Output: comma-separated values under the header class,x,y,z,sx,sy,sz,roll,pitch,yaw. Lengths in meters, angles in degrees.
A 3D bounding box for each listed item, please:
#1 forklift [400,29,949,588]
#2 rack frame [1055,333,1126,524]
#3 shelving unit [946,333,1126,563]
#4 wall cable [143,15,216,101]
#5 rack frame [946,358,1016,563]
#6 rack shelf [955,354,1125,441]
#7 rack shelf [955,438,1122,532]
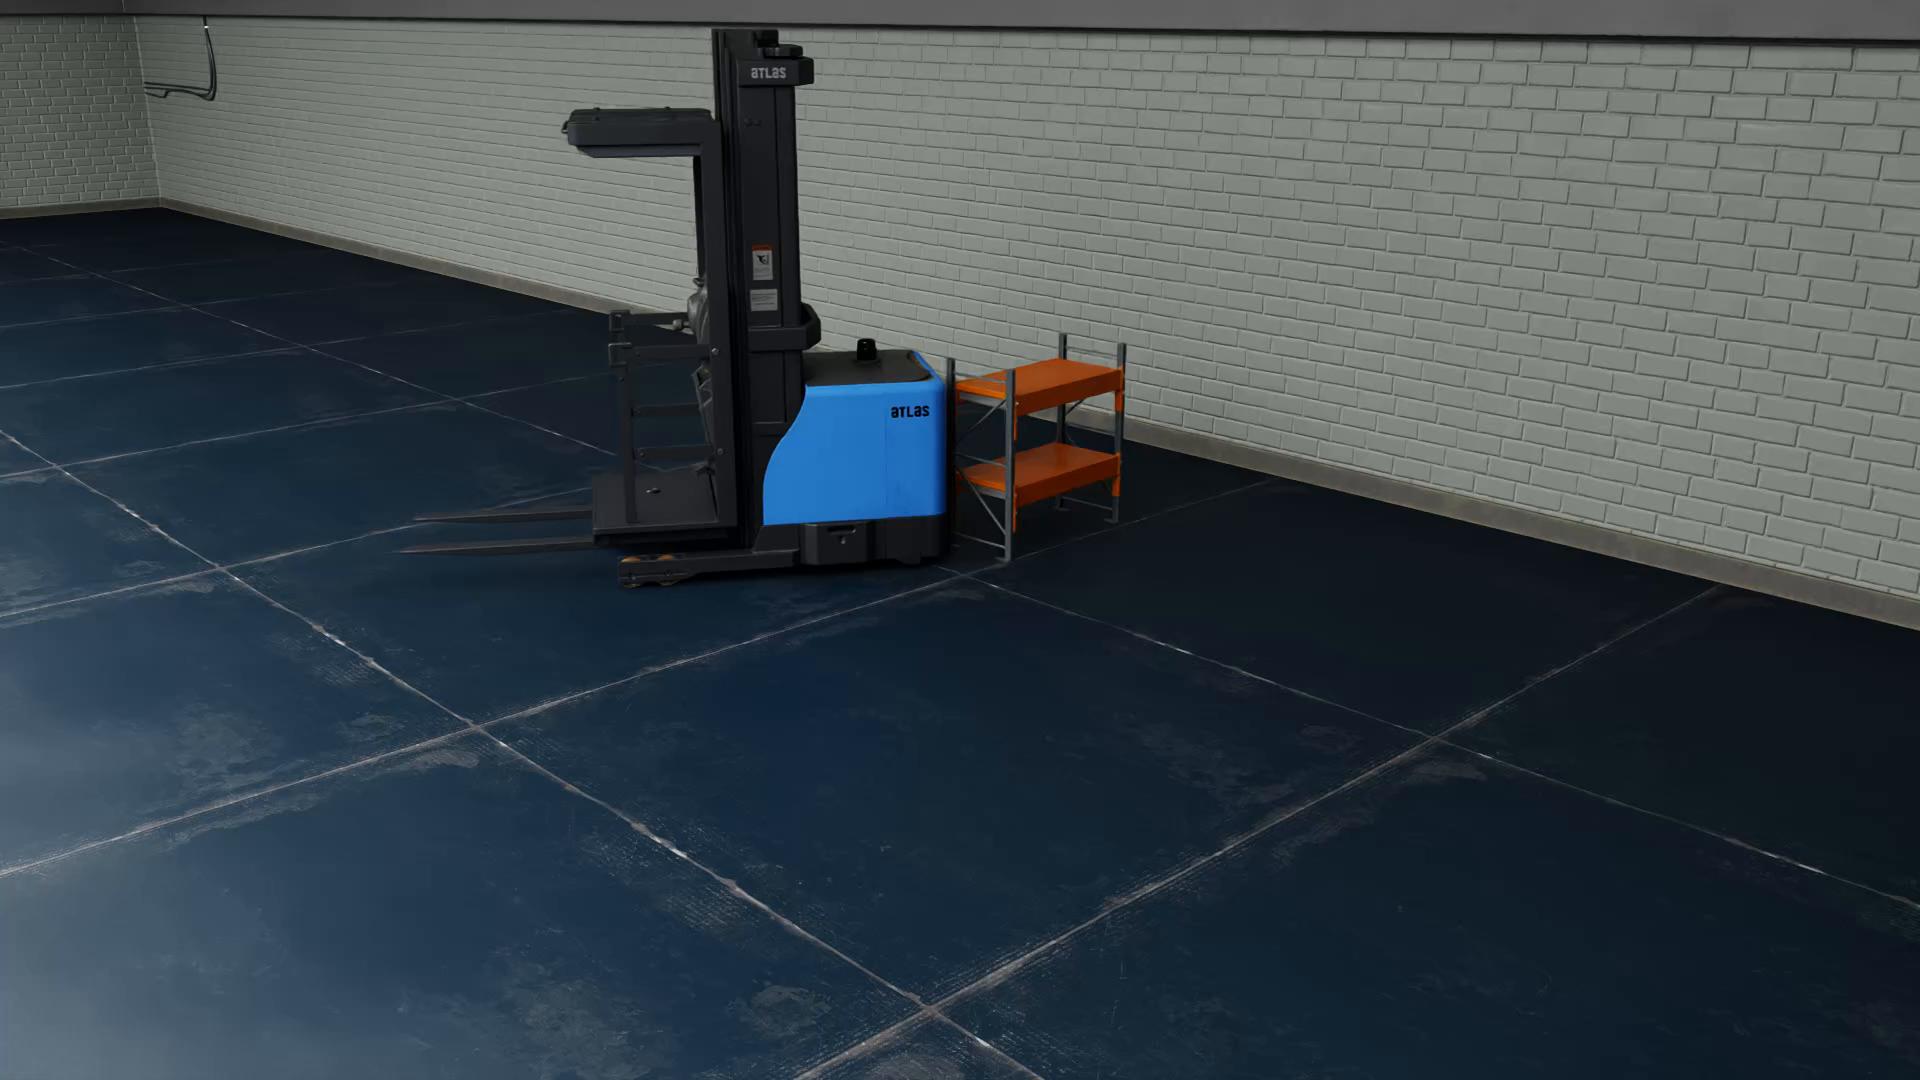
class,x,y,z,sx,sy,sz,roll,pitch,yaw
forklift,-1.632,-1.308,9.267,3.031,2.935,1.130,-3,18,-11
rack frame,0.803,-0.691,10.292,0.500,1.125,0.032,16,24,40
shelving unit,0.460,-0.575,9.935,0.538,1.125,1.048,16,24,40
wall cable,-11.579,-7.710,24.210,0.112,2.526,3.097,-16,24,-41
rack frame,0.116,-0.460,9.579,0.500,1.125,0.032,16,24,40
rack shelf,0.460,-0.854,9.845,0.538,0.278,1.000,16,24,40
rack shelf,0.460,-0.343,10.011,0.538,0.278,1.000,16,24,40
